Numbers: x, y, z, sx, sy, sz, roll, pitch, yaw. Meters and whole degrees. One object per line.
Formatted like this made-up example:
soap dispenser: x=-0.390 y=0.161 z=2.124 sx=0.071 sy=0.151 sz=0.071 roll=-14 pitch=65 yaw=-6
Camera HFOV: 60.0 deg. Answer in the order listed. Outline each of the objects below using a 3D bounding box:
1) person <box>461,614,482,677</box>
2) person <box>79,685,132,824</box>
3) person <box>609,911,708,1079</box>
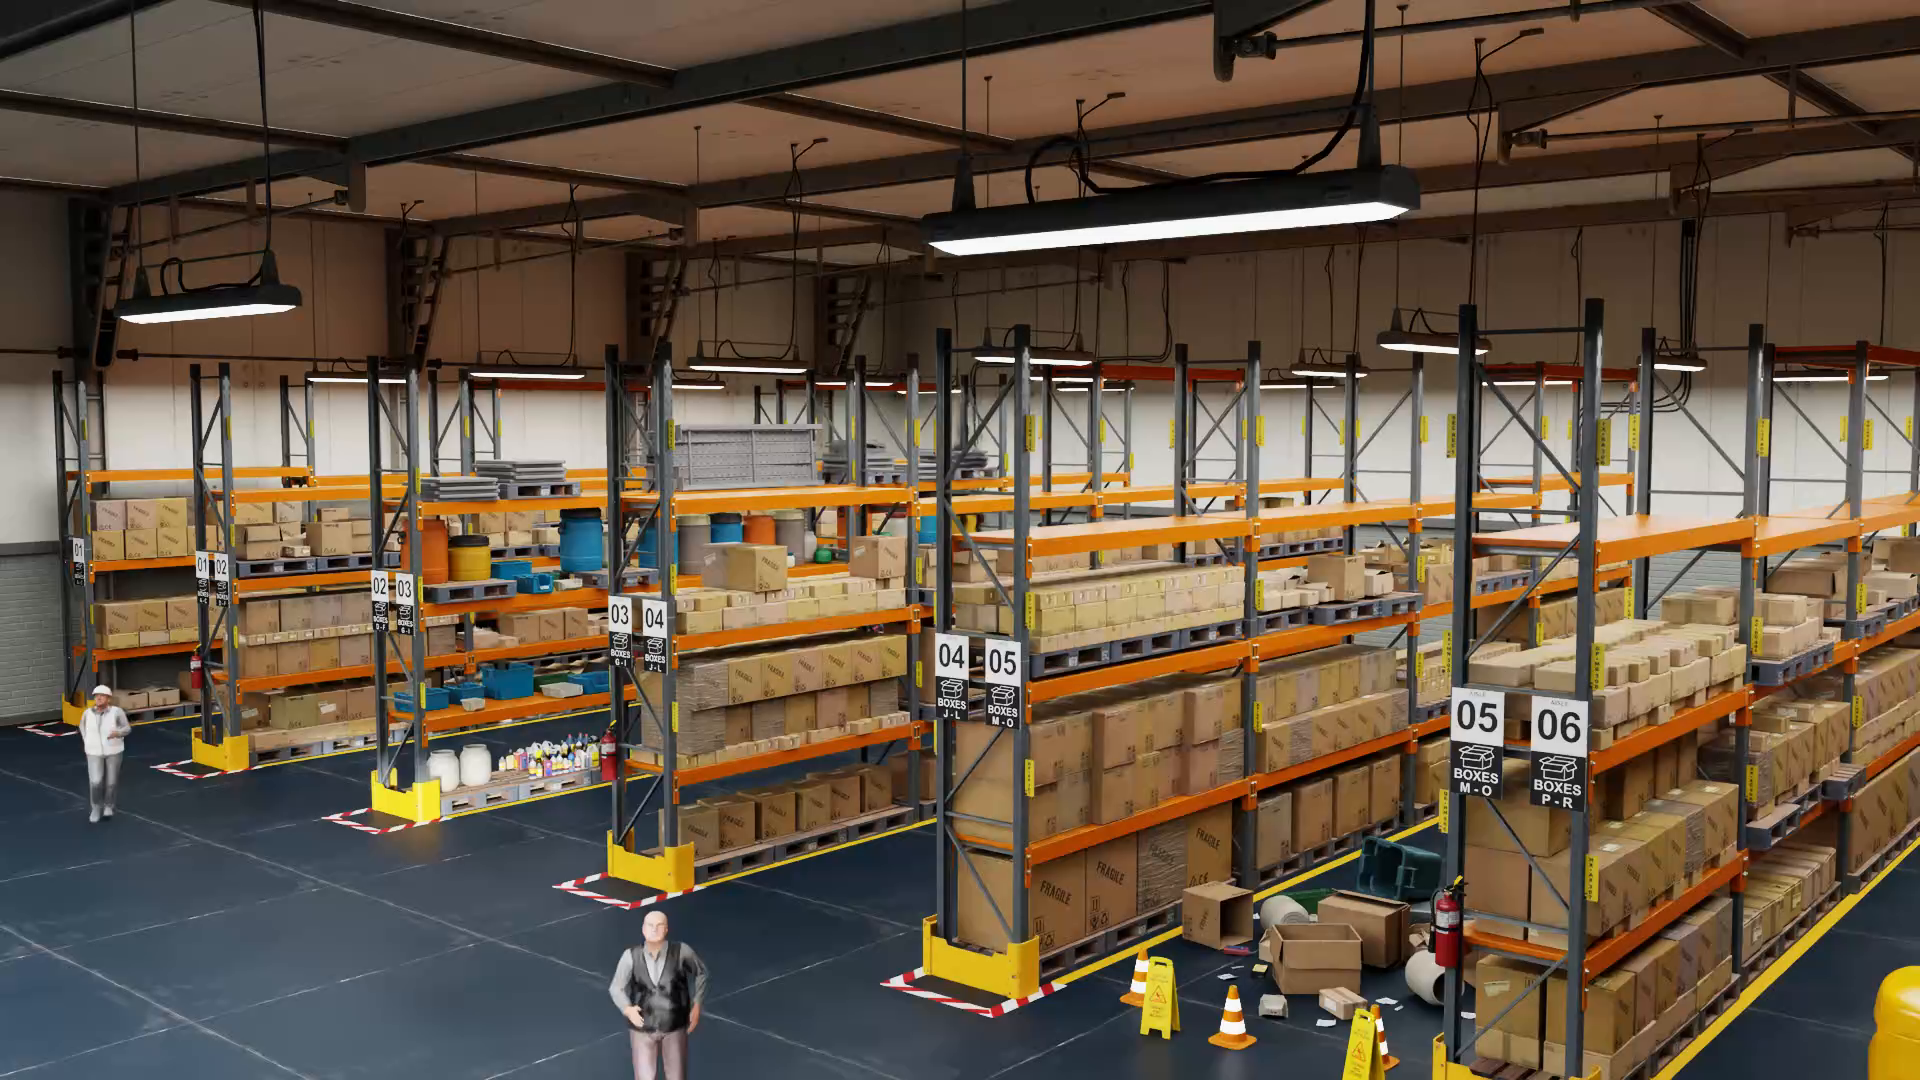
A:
person: x=-8.941 y=2.154 z=30.567 sx=0.568 sy=1.683 sz=0.869 roll=3 pitch=5 yaw=36
person: x=-10.988 y=2.754 z=21.371 sx=0.631 sy=1.793 sz=0.709 roll=-2 pitch=4 yaw=-21
person: x=-2.139 y=3.473 z=11.813 sx=0.698 sy=1.687 sz=0.591 roll=-1 pitch=4 yaw=-8
